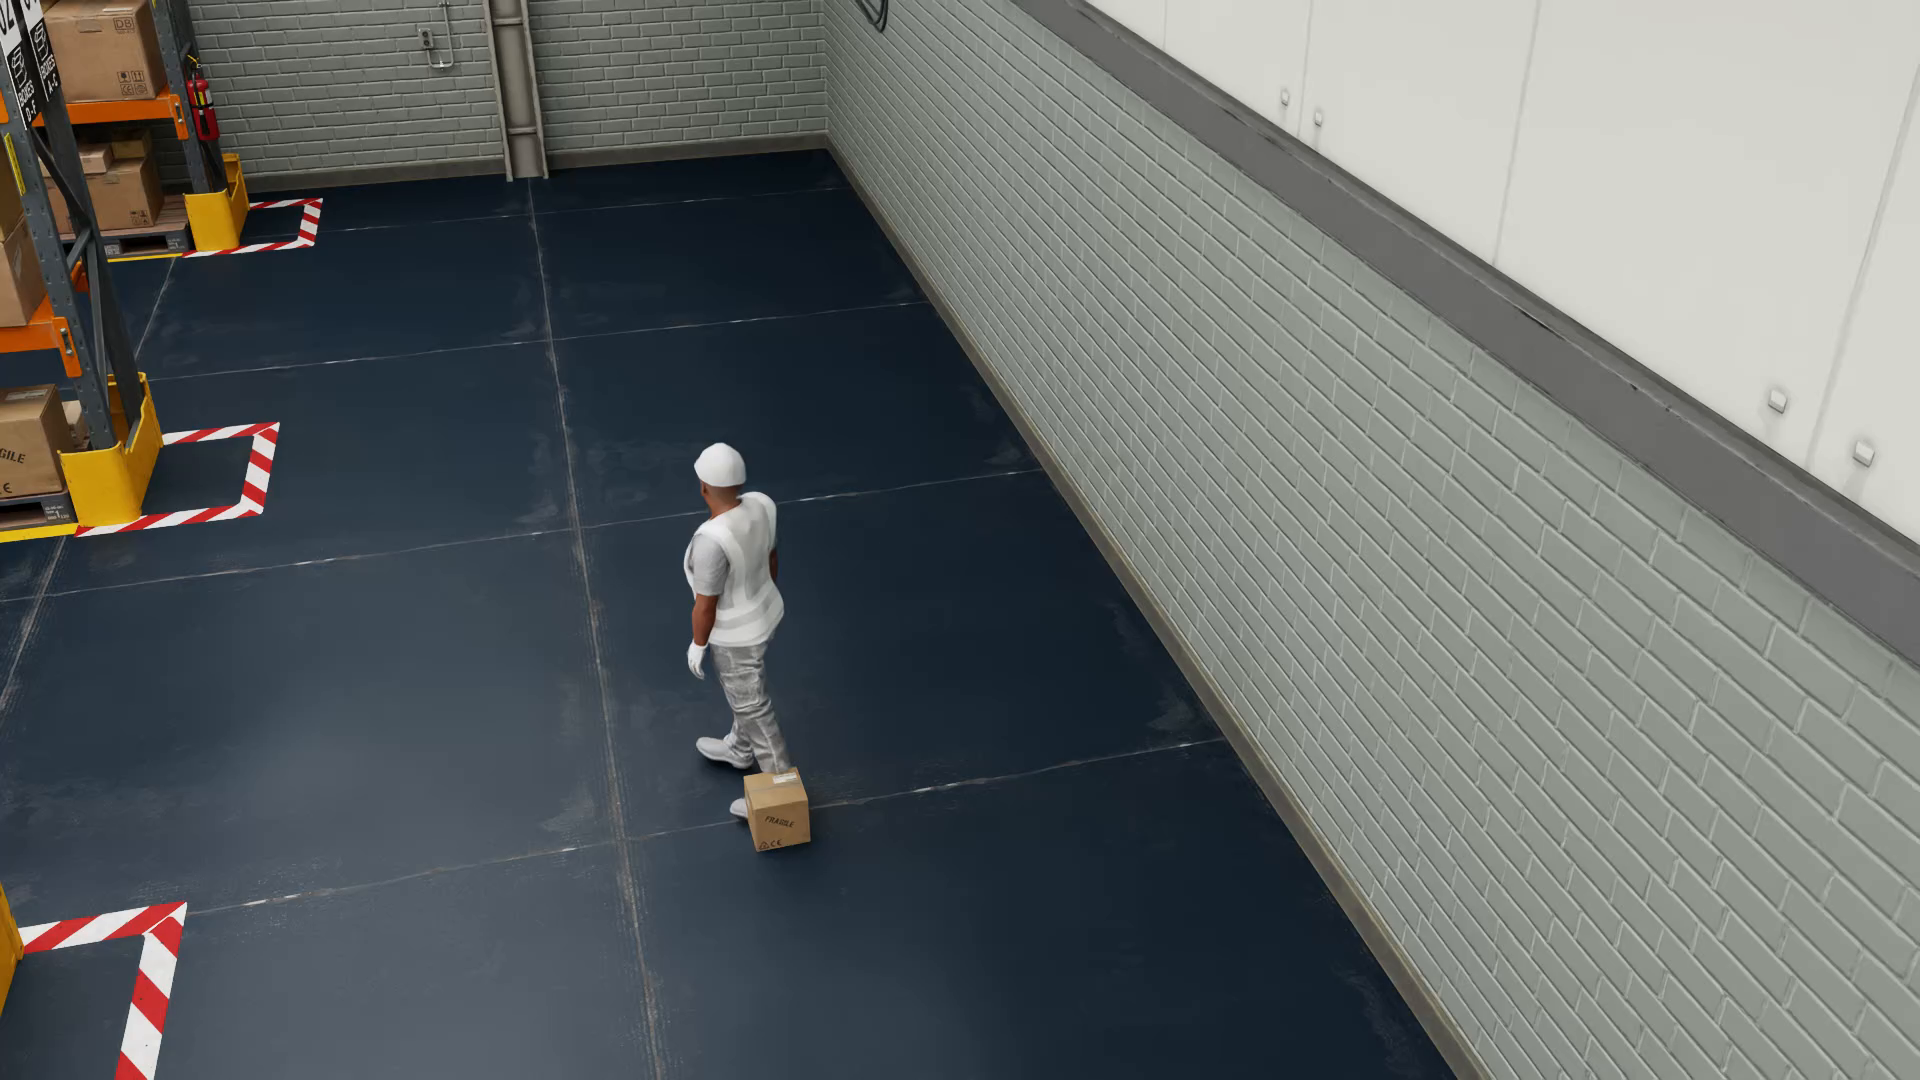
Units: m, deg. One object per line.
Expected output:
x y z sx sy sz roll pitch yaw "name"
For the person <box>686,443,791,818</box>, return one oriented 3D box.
-1.030 0.371 7.540 0.611 1.784 0.634 9 31 14 "person"
